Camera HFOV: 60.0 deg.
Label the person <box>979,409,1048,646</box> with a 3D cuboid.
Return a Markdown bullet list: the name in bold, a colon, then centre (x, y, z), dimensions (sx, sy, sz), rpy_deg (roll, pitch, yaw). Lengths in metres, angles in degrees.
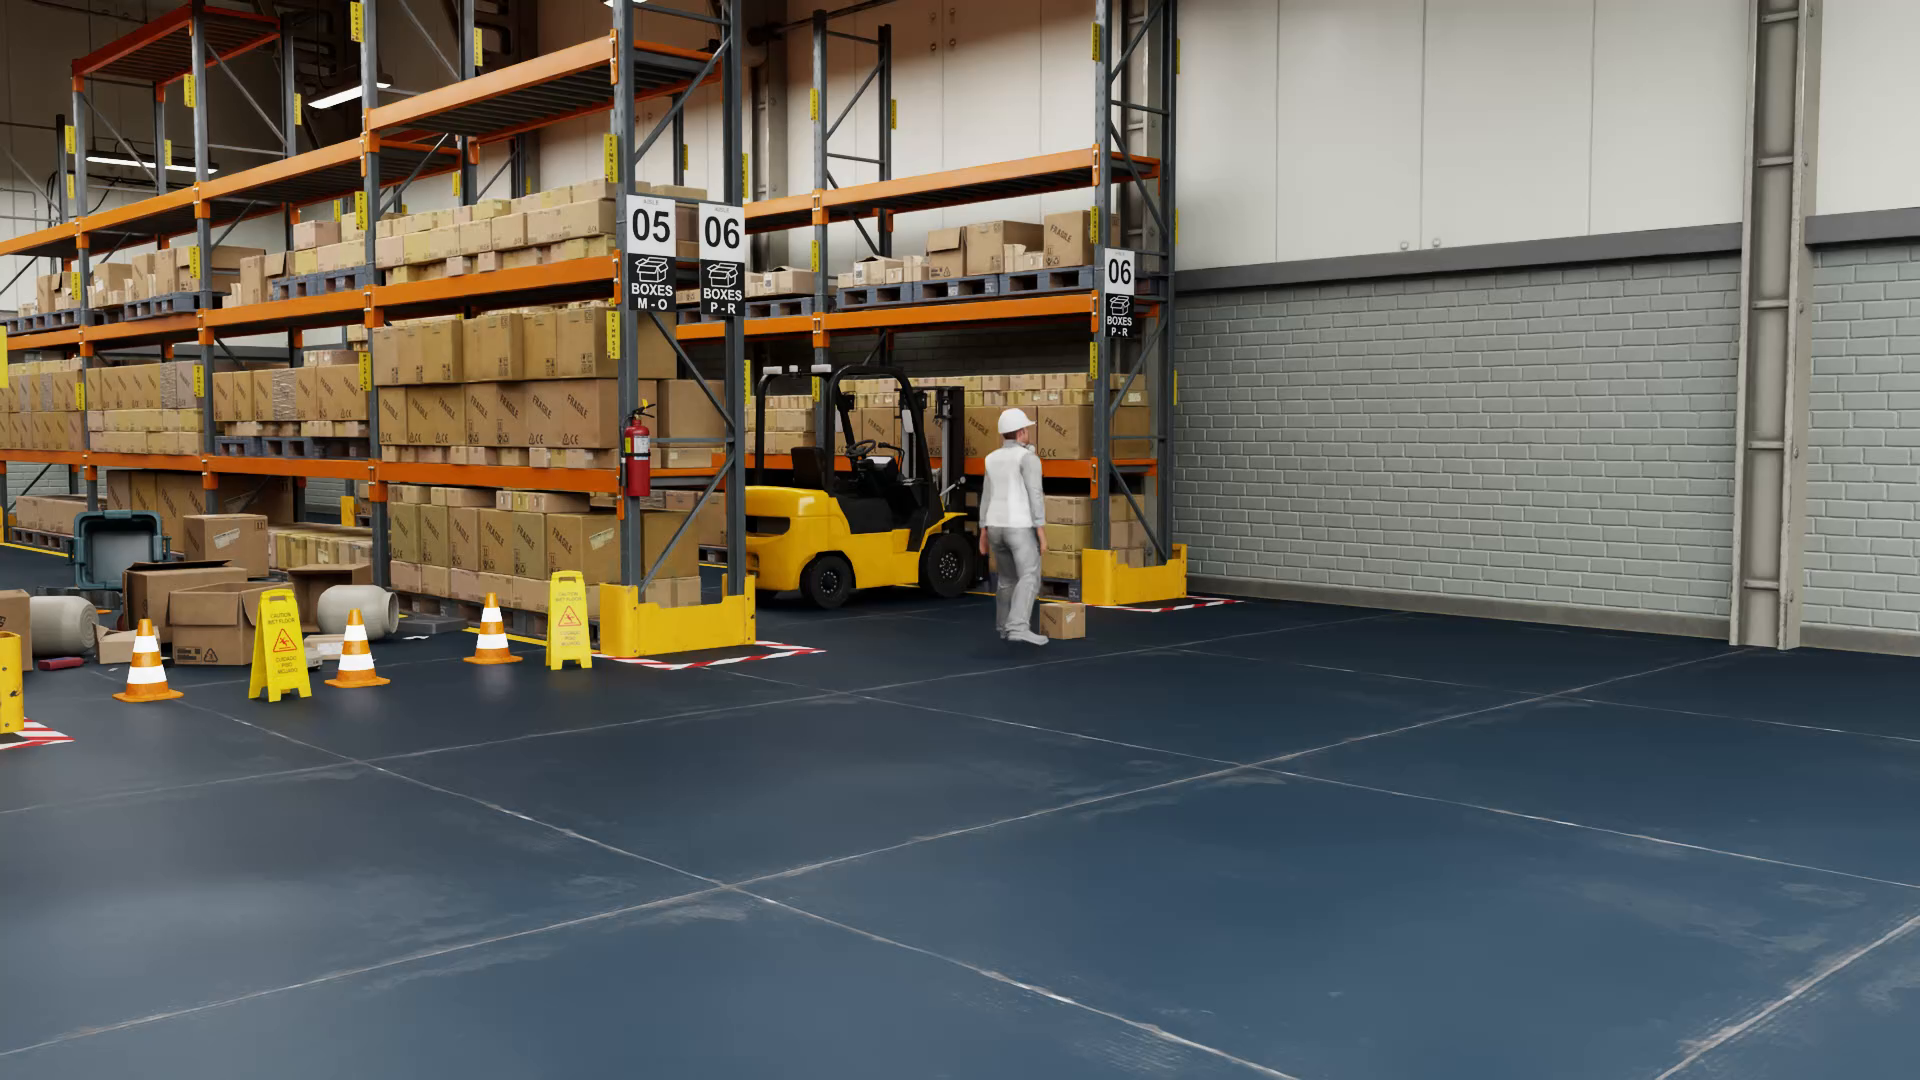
- **person**: centre (0.452, -0.089, 12.134), dimensions (0.871, 1.737, 0.892), rpy_deg (-4, 5, -43)
